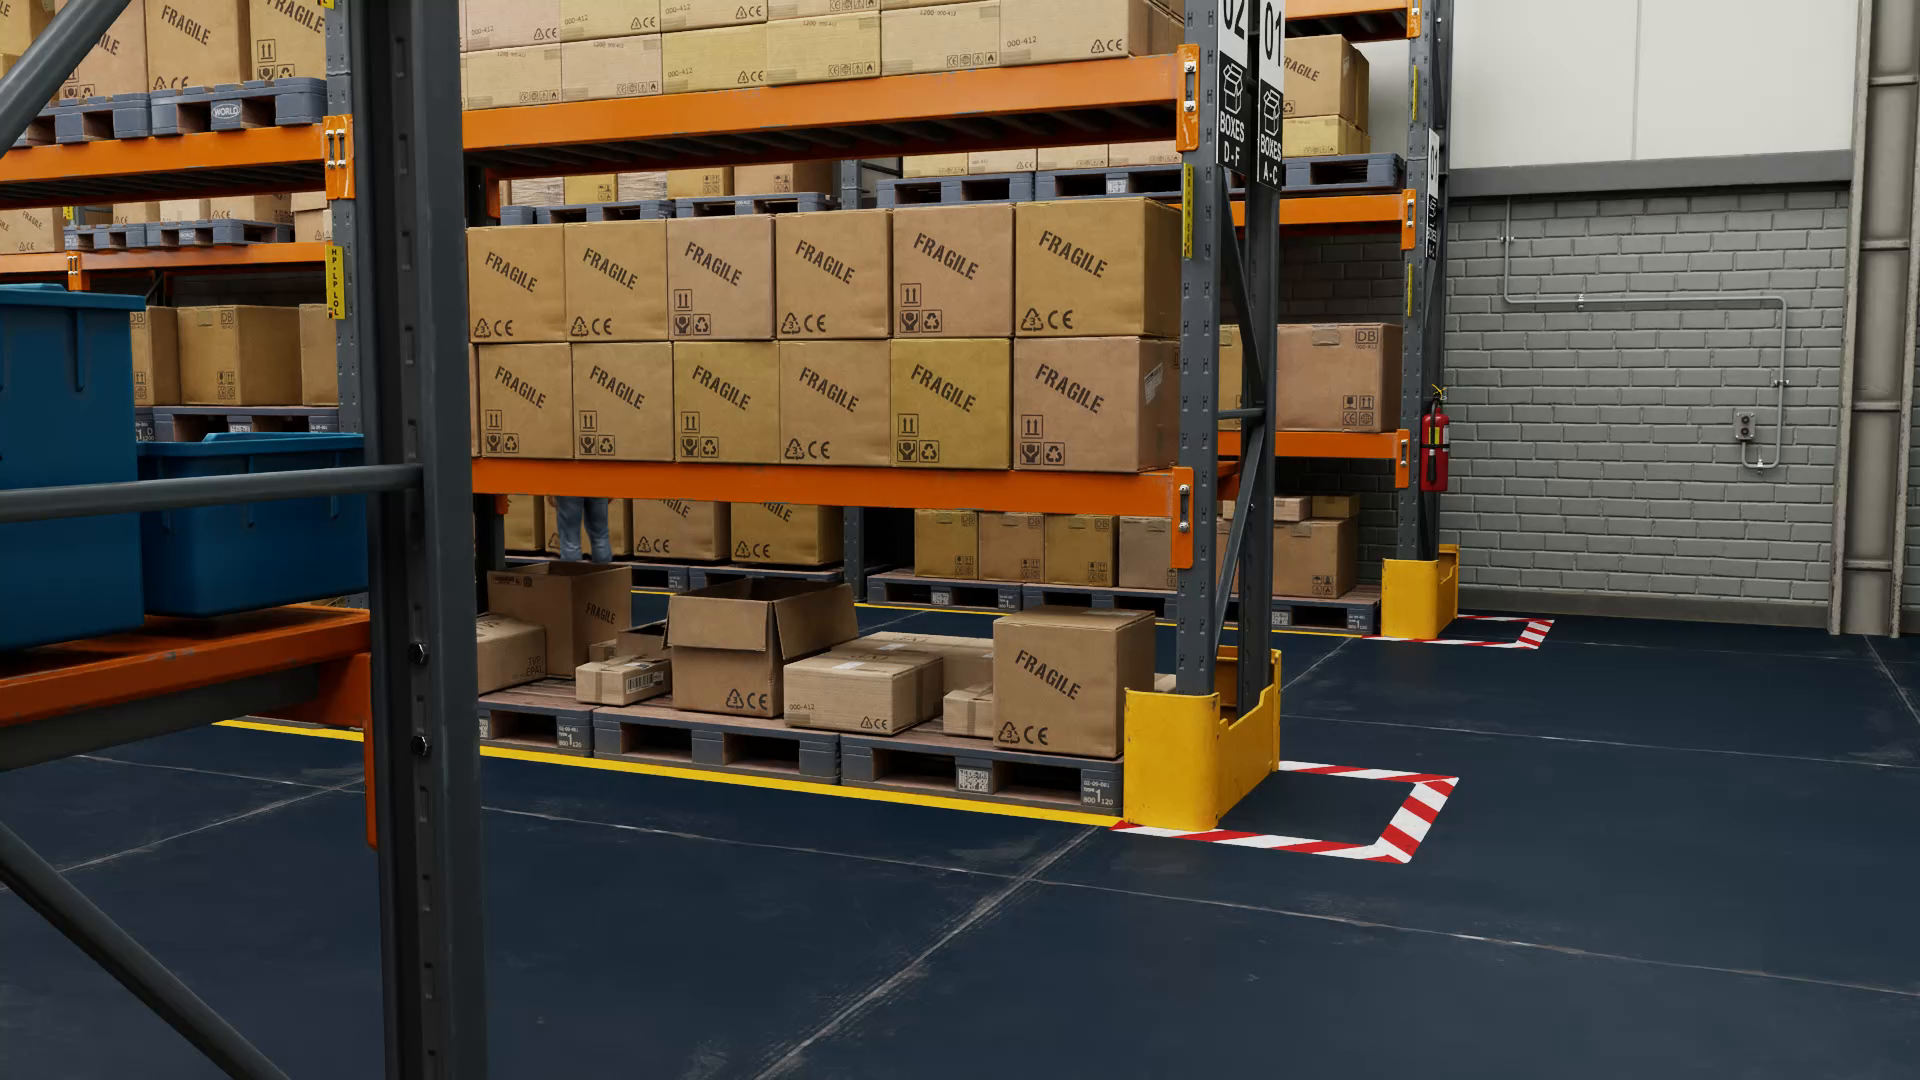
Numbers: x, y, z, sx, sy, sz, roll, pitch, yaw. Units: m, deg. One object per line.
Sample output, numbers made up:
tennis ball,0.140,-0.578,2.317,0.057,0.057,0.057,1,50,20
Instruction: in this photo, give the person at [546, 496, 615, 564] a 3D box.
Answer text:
person,-2.723,-0.401,11.959,0.570,1.770,0.407,-4,7,-36
